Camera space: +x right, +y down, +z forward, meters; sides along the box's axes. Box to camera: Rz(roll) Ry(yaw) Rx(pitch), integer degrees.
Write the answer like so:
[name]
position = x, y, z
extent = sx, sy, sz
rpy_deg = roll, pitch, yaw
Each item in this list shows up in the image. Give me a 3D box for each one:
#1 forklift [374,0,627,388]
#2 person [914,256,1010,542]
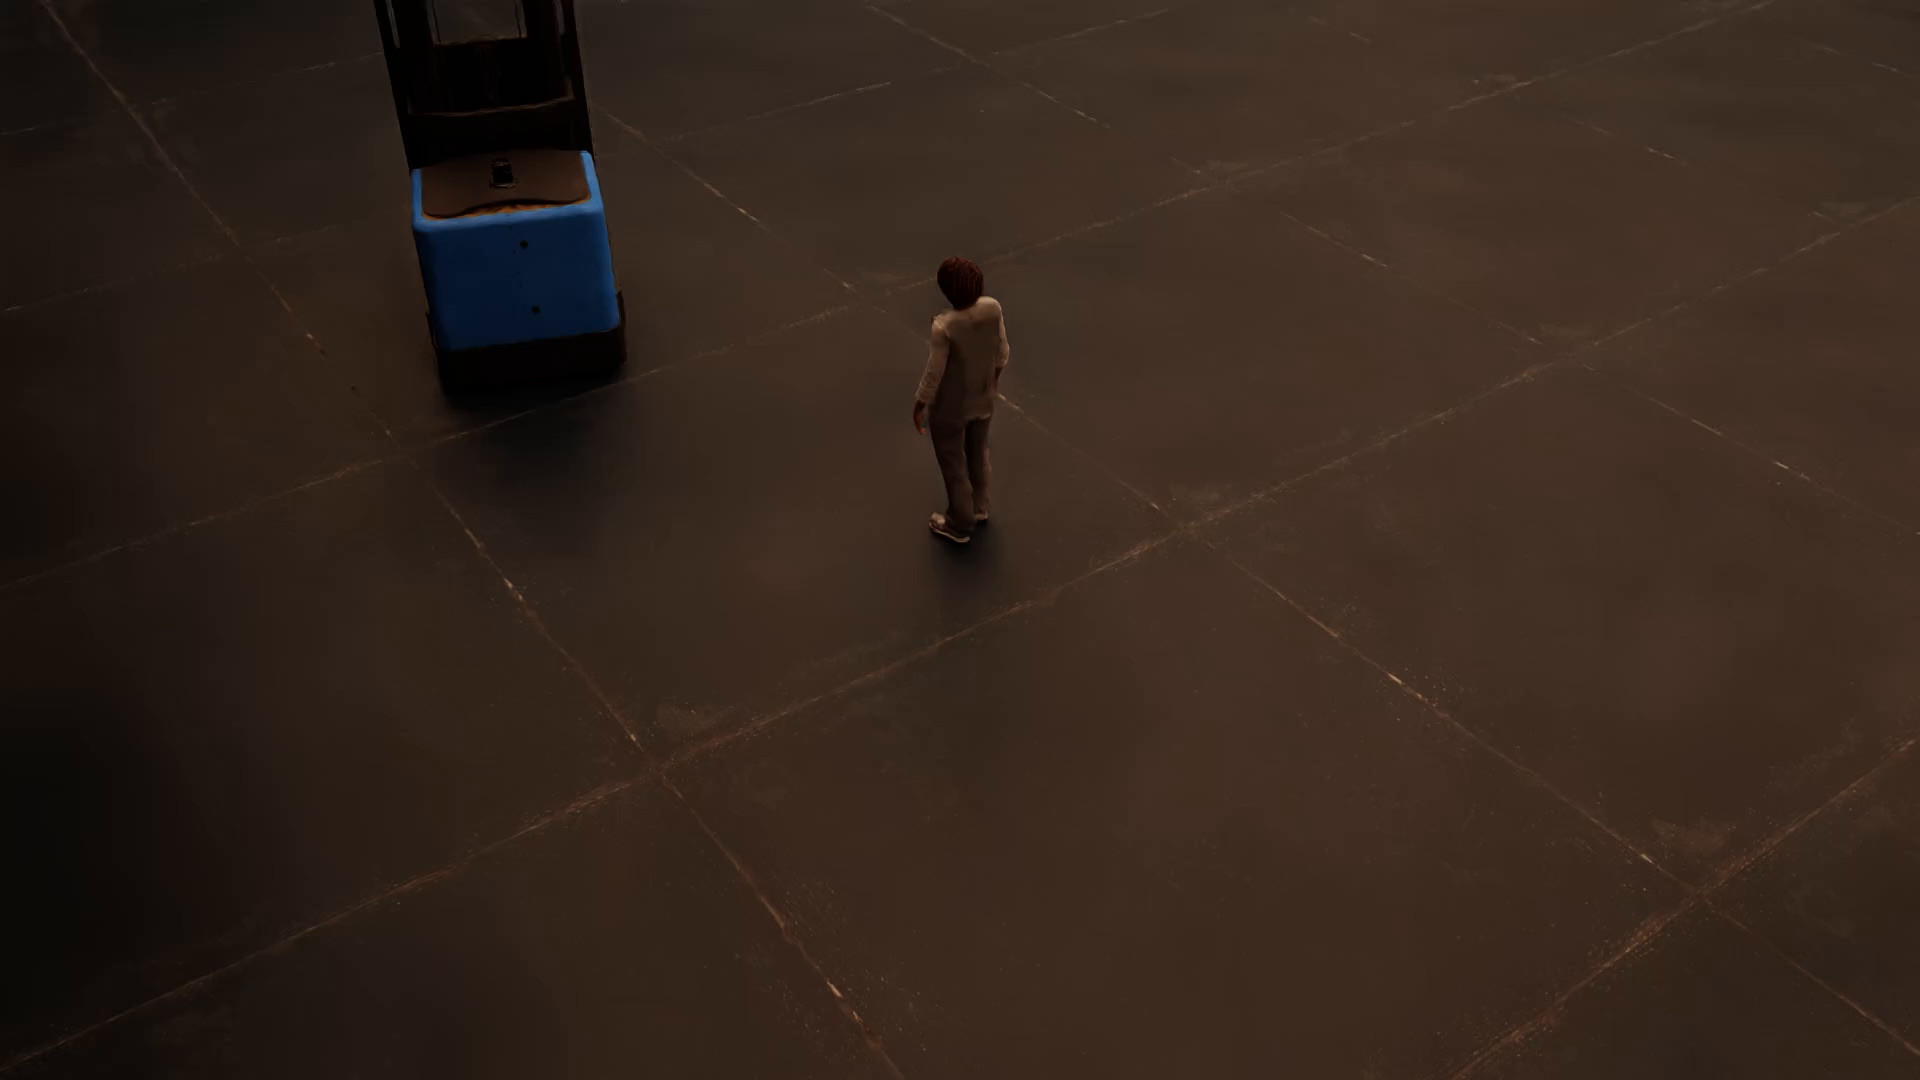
[forklift]
position = -2.834, -2.921, 9.895
extent = 1.130, 2.935, 3.031
rpy_deg = -9, 37, -12
[person]
position = -0.032, -0.688, 7.986
extent = 0.521, 1.597, 0.474
rpy_deg = -23, 42, -28
